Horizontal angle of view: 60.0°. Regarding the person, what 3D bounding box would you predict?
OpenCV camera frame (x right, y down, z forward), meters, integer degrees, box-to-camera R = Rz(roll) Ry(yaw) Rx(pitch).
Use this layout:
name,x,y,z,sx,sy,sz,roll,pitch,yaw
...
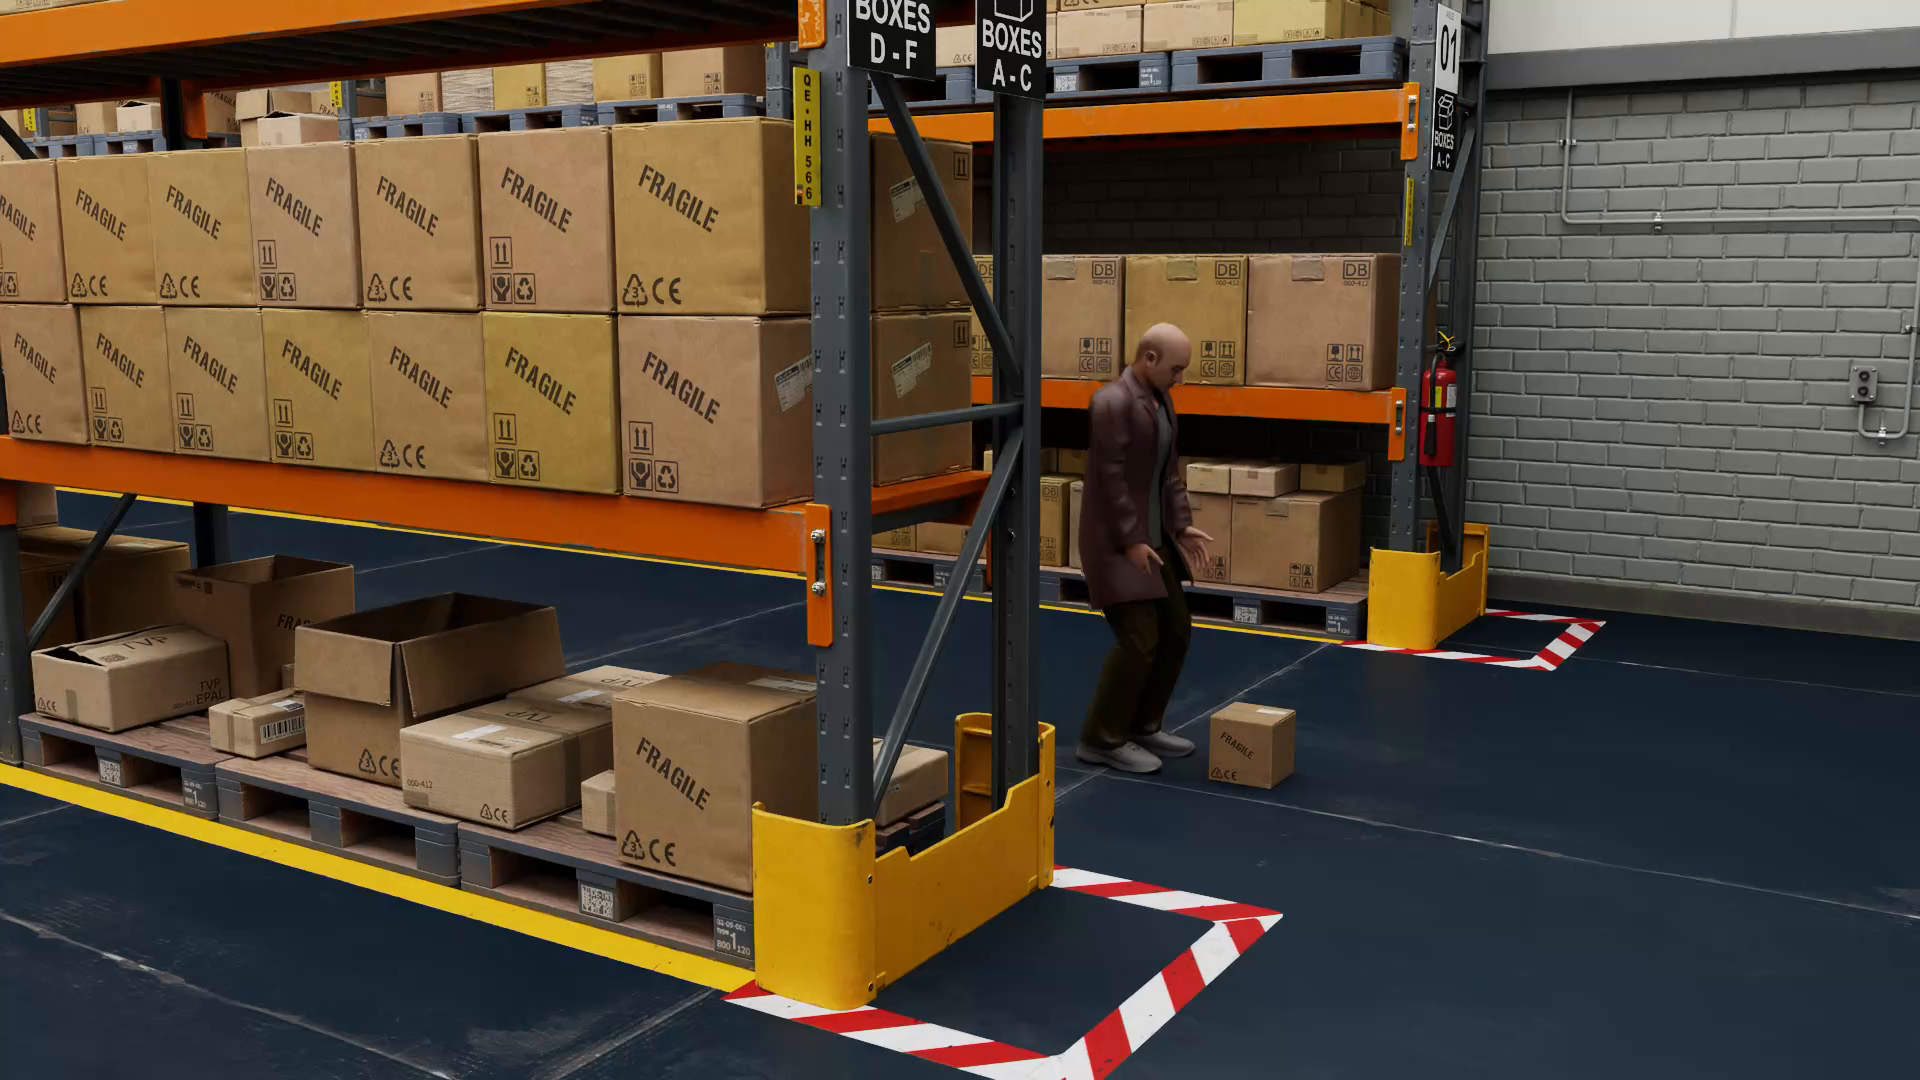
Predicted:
name,x,y,z,sx,sy,sz,roll,pitch,yaw
person,0.708,0.021,6.515,0.432,1.719,0.591,6,11,32
